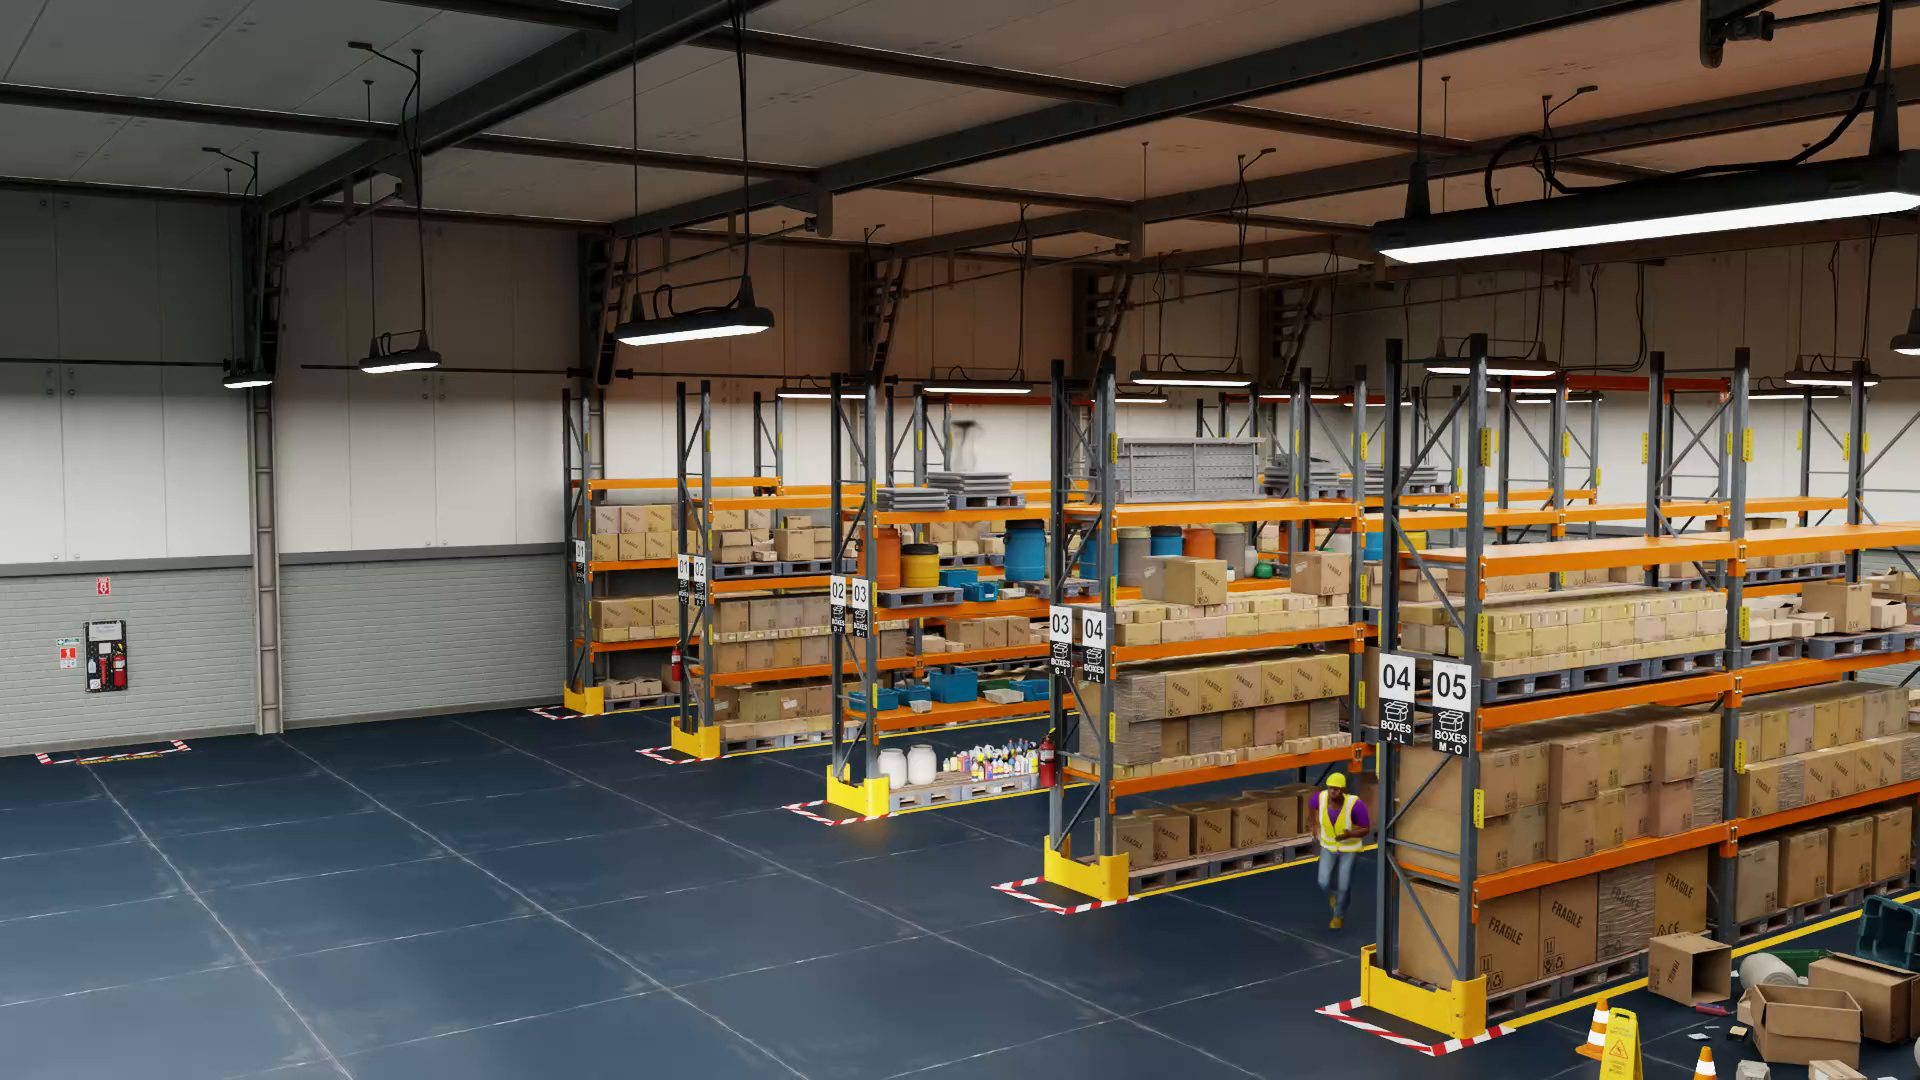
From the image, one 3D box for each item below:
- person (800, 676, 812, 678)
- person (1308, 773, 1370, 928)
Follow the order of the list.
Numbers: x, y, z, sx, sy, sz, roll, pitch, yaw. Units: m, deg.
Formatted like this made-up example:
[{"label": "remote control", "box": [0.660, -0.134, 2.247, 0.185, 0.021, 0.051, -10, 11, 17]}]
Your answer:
[{"label": "person", "box": [-2.870, 2.390, 30.557, 0.582, 1.697, 0.826, 3, 5, 36]}, {"label": "person", "box": [3.898, 3.221, 17.234, 0.684, 1.681, 0.712, 2, 4, 24]}]
